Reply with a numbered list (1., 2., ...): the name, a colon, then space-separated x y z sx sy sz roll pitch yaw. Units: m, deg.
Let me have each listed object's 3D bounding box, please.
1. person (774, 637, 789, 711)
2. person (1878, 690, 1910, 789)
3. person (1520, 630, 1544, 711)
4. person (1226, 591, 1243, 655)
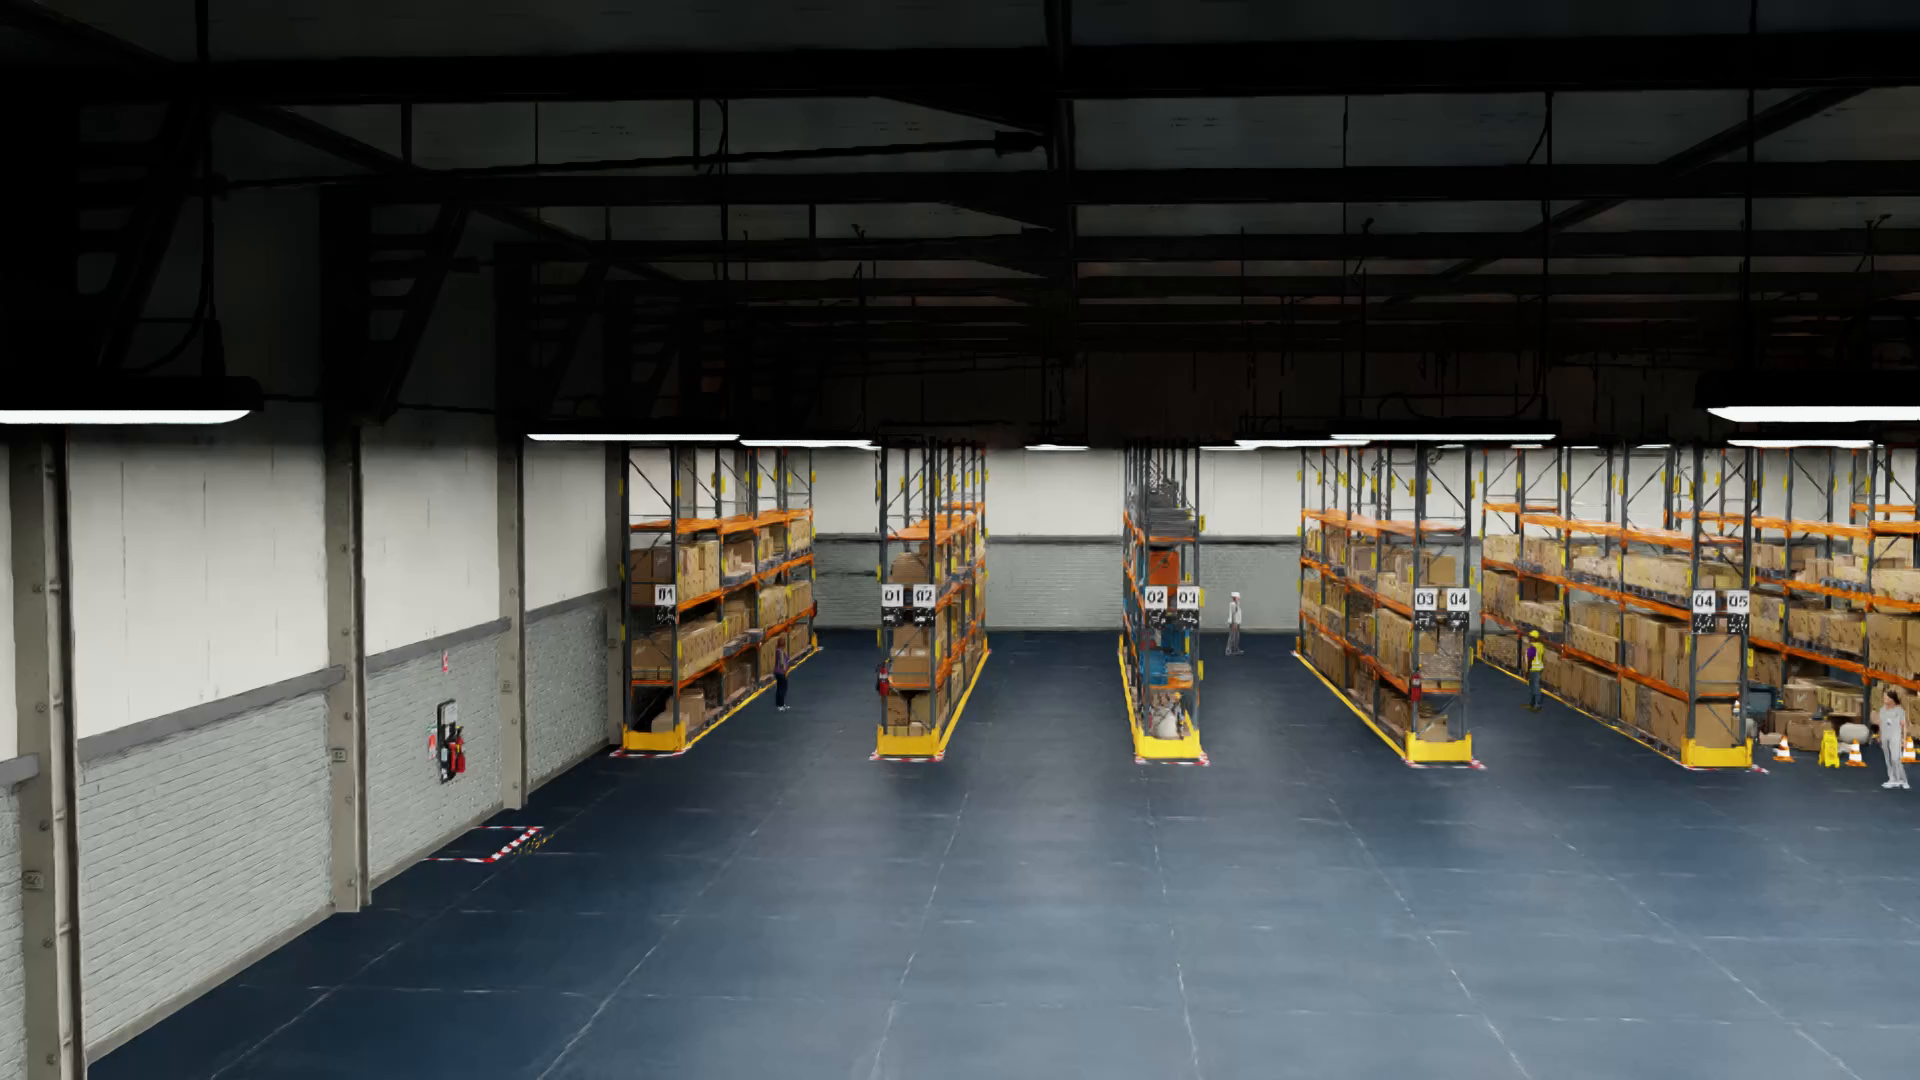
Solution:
1. person: -3.940 2.971 36.794 0.349 1.641 0.477 -1 3 -24
2. person: 15.837 3.369 28.183 0.386 1.666 0.563 -1 3 -24
3. person: 12.635 2.862 36.692 0.580 1.763 0.673 2 4 36
4. person: 7.728 2.330 46.763 0.479 1.773 0.622 1 3 11
